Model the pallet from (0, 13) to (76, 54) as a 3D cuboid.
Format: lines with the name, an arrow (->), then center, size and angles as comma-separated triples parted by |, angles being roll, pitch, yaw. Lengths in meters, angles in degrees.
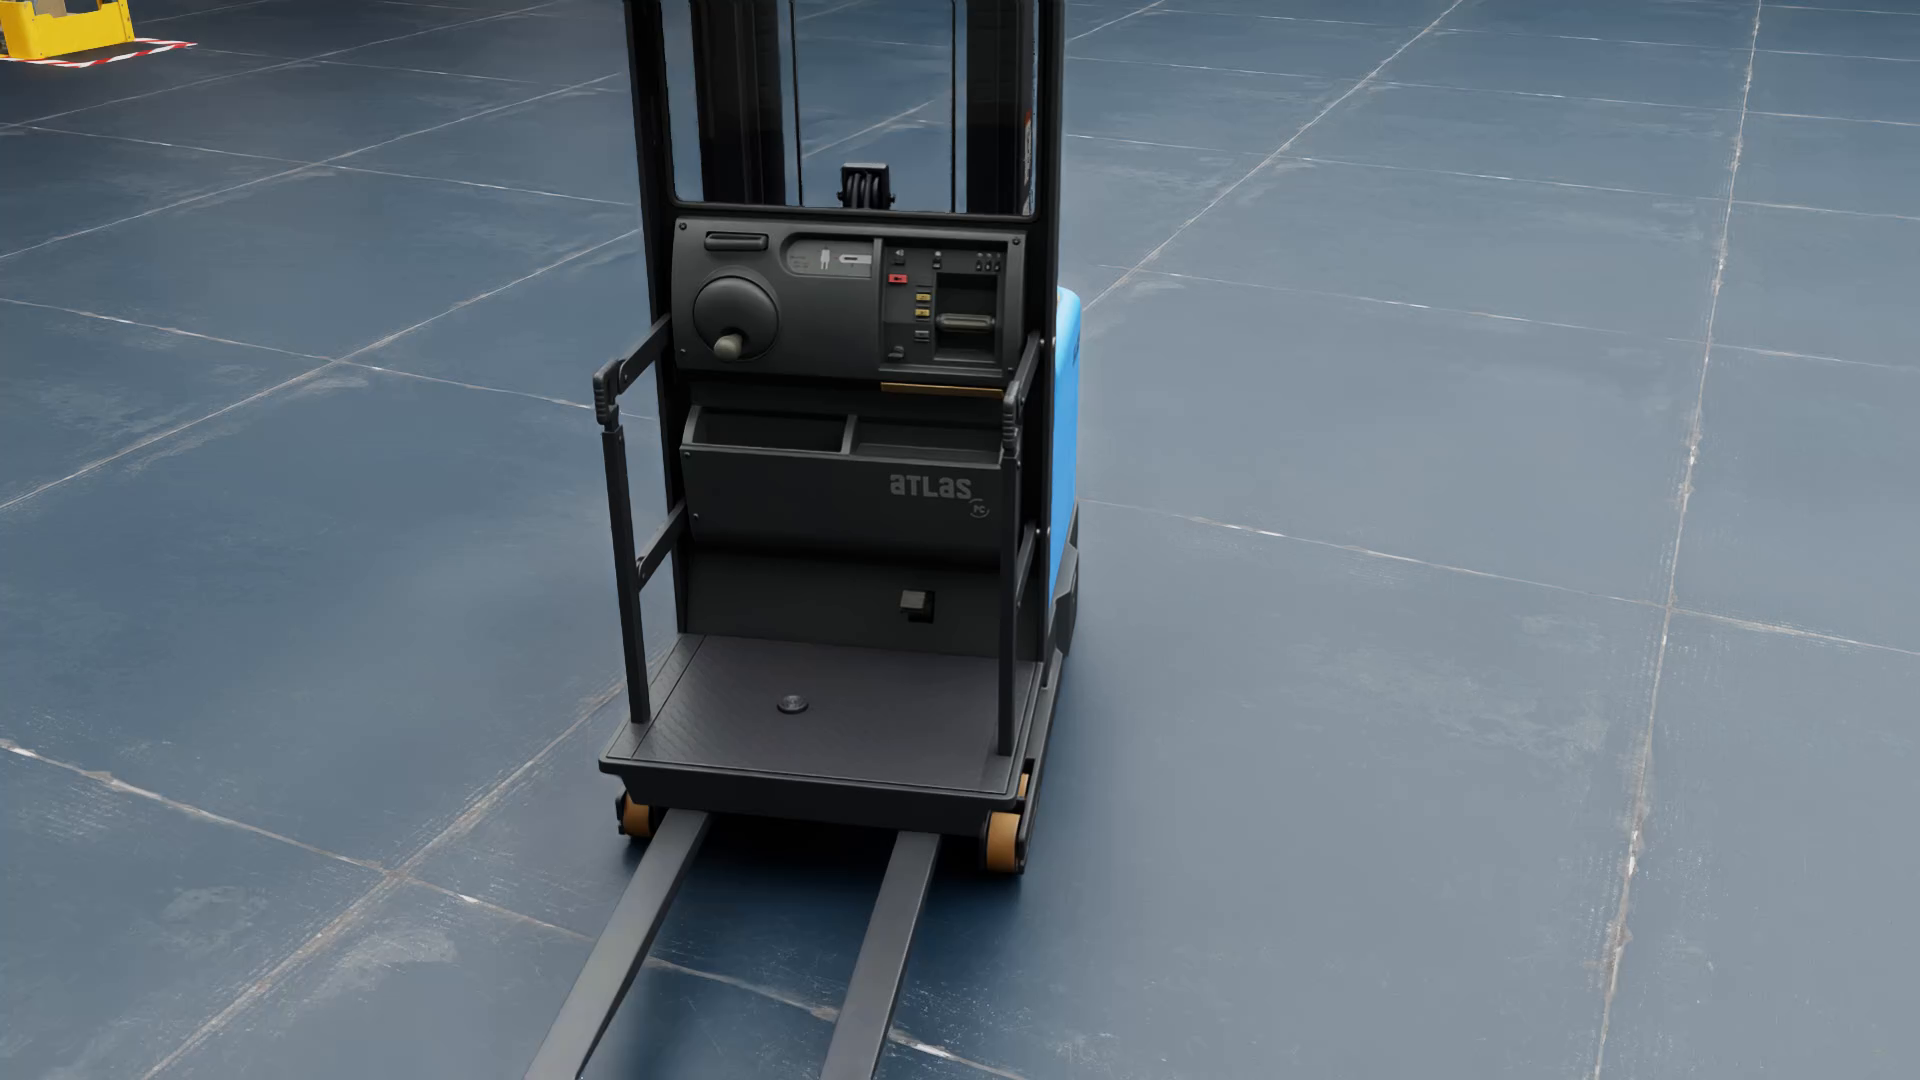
pallet -> -9.057, -4.879, 15.921 | 1.213, 0.211, 1.003 | 11, 28, 22

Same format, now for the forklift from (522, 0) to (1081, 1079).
forklift -> -0.327, -0.594, 4.138 | 1.130, 2.935, 3.031 | 4, 27, 8

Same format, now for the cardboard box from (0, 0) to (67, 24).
cardboard box -> -8.825, -5.141, 15.651 | 0.500, 0.500, 0.500 | 17, 31, 31

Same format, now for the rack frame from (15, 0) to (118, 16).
rack frame -> -8.263, -5.953, 14.946 | 0.127, 3.000, 1.000 | 11, 28, 22

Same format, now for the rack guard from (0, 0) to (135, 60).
rack guard -> -8.332, -4.846, 15.527 | 0.348, 0.500, 1.175 | 11, 28, 22
